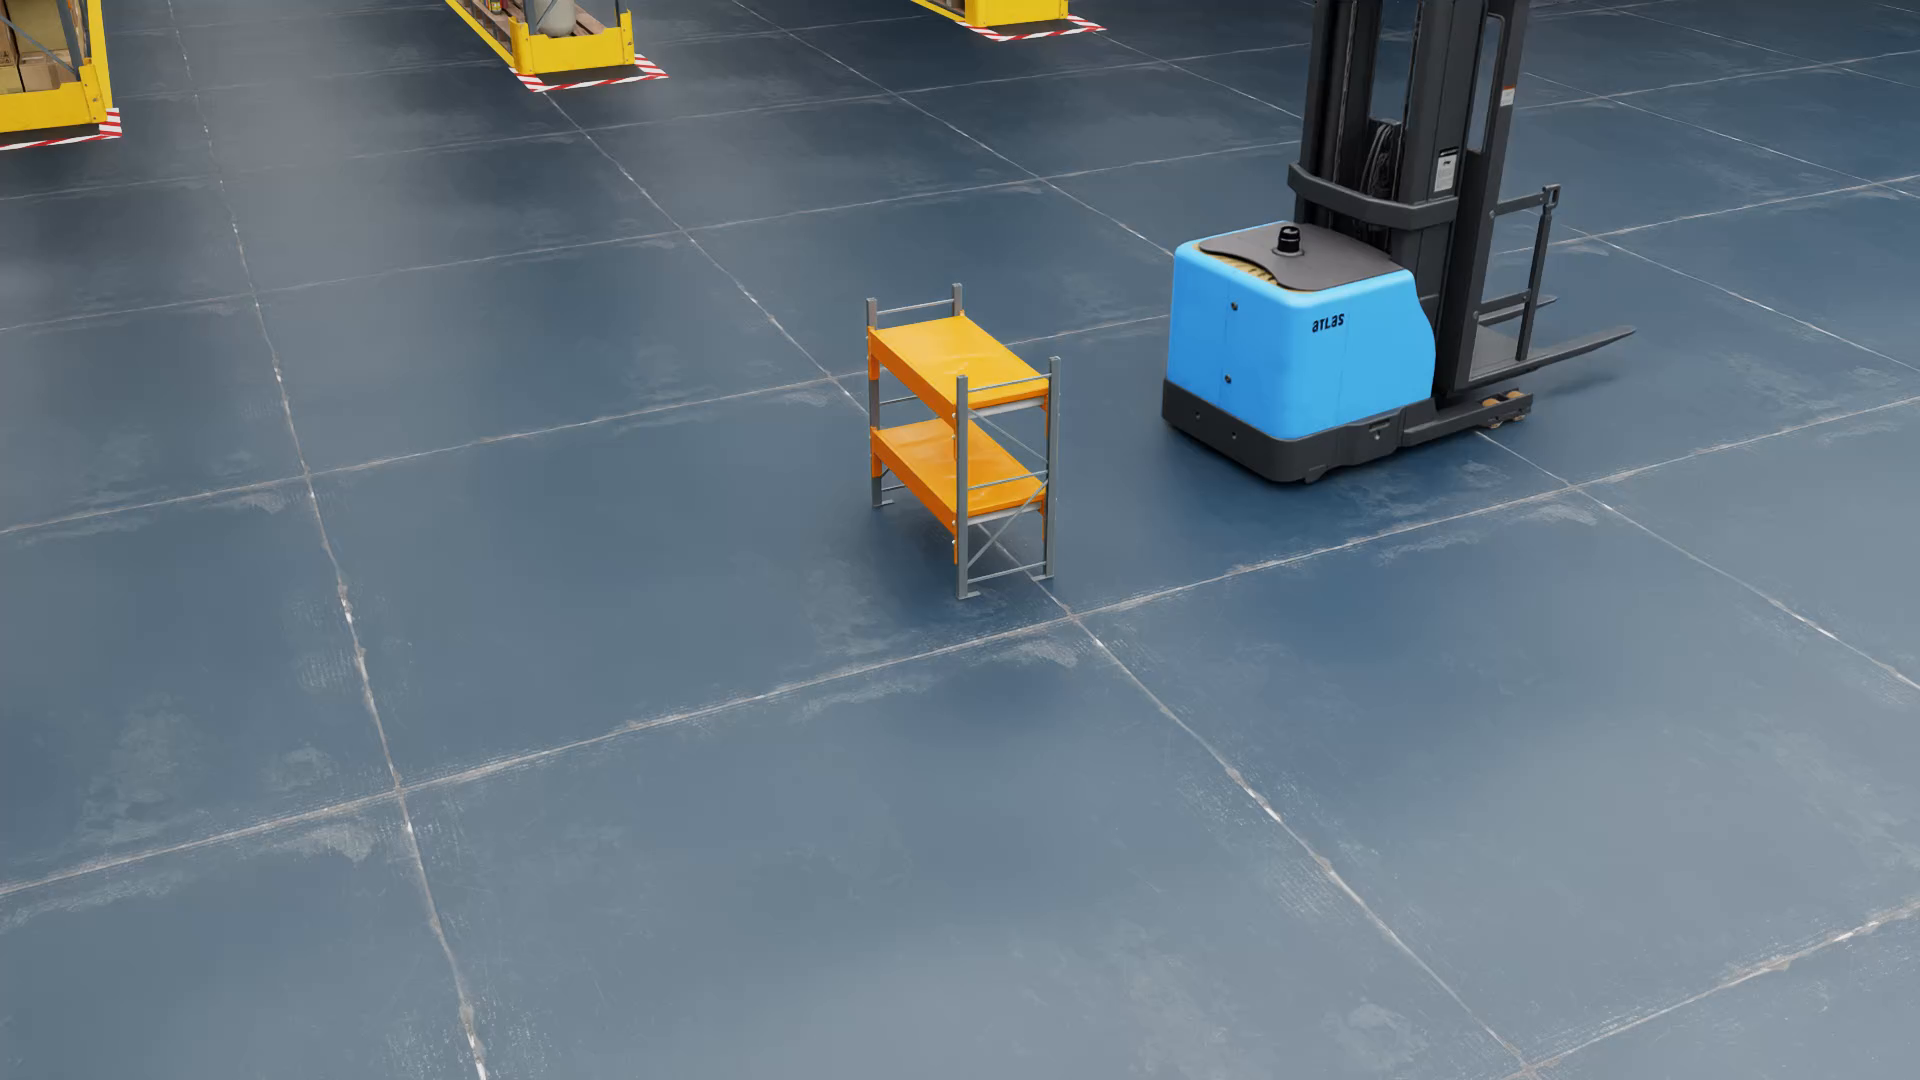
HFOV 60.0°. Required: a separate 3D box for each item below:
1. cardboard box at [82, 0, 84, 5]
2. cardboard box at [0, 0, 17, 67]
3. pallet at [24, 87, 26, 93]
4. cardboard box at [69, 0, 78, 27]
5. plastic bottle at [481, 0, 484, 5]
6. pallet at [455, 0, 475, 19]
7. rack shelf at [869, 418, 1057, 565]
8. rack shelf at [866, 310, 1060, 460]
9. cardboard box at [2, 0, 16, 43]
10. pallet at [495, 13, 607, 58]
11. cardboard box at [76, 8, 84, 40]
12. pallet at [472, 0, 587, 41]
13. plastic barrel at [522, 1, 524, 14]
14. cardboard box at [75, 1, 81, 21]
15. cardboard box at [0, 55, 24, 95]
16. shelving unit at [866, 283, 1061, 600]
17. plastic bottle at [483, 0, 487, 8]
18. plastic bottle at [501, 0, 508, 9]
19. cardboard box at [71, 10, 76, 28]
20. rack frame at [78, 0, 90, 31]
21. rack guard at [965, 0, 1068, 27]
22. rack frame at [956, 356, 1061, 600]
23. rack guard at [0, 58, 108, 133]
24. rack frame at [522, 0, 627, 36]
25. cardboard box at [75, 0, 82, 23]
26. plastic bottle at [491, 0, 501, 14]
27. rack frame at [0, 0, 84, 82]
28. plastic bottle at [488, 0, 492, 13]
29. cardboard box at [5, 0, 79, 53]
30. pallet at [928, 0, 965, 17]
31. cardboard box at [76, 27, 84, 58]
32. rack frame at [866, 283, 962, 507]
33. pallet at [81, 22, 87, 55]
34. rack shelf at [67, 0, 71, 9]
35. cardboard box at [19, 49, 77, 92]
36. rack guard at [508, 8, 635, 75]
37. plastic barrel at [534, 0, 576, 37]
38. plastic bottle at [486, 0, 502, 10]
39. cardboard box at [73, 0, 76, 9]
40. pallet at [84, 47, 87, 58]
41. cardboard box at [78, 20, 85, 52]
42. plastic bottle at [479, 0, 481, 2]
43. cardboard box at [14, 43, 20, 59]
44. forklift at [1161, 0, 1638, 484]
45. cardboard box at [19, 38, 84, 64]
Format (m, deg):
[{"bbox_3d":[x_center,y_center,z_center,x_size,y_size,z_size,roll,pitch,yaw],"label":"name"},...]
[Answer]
[{"bbox_3d":[-9.948,-6.016,18.294,0.500,0.250,0.500,-14,32,-23],"label":"cardboard box"},{"bbox_3d":[-8.781,-4.521,14.860,0.500,0.500,0.500,-13,32,-22],"label":"cardboard box"},{"bbox_3d":[-8.648,-4.148,15.432,1.003,0.211,1.213,-13,32,-22],"label":"pallet"},{"bbox_3d":[-8.952,-5.293,16.238,0.500,0.500,0.500,-13,32,-22],"label":"cardboard box"},{"bbox_3d":[-5.208,-6.080,18.285,0.144,0.351,0.185,-12,31,-20],"label":"plastic bottle"},{"bbox_3d":[-5.273,-6.319,19.303,1.003,0.211,1.213,-13,32,-22],"label":"pallet"},{"bbox_3d":[-0.003,-0.280,8.100,0.538,0.278,1.000,-13,32,-22],"label":"rack shelf"},{"bbox_3d":[-0.003,-0.749,7.837,0.538,0.278,1.000,-13,32,-22],"label":"rack shelf"},{"bbox_3d":[-9.223,-4.959,15.642,0.500,0.500,0.500,-13,32,-22],"label":"cardboard box"},{"bbox_3d":[-4.225,-5.241,17.381,1.003,0.211,1.213,-13,32,-22],"label":"pallet"},{"bbox_3d":[-9.169,-5.186,16.814,0.500,0.250,0.500,-13,32,-22],"label":"cardboard box"},{"bbox_3d":[-4.745,-5.779,18.341,1.003,0.211,1.213,-13,32,-22],"label":"pallet"},{"bbox_3d":[-4.373,-5.668,17.405,0.421,0.512,0.421,0,29,0],"label":"plastic barrel"},{"bbox_3d":[-9.397,-5.404,17.203,0.500,0.250,0.500,-13,32,-22],"label":"cardboard box"},{"bbox_3d":[-8.779,-4.194,15.044,0.500,0.250,0.500,-13,32,-22],"label":"cardboard box"},{"bbox_3d":[-0.003,-0.494,7.980,0.538,1.125,1.048,-13,32,-22],"label":"shelving unit"},{"bbox_3d":[-5.134,-5.975,18.174,0.152,0.276,0.135,-14,32,-23],"label":"plastic bottle"},{"bbox_3d":[-4.978,-5.940,18.103,0.061,0.283,0.133,-13,32,-22],"label":"plastic bottle"},{"bbox_3d":[-8.754,-5.068,15.837,0.500,0.500,0.500,-13,32,-22],"label":"cardboard box"},{"bbox_3d":[-9.999,-6.802,17.314,1.000,3.000,0.127,-13,32,-22],"label":"rack frame"},{"bbox_3d":[0.634,-6.057,18.540,1.175,0.500,0.348,-13,32,-22],"label":"rack guard"},{"bbox_3d":[0.215,-0.269,7.580,0.500,1.125,0.032,-13,32,-22],"label":"rack frame"},{"bbox_3d":[-8.271,-3.934,14.755,1.175,0.500,0.348,-13,32,-22],"label":"rack guard"},{"bbox_3d":[-3.806,-6.074,16.015,1.000,3.000,0.127,-13,32,-22],"label":"rack frame"},{"bbox_3d":[-9.602,-5.627,17.600,0.500,0.250,0.500,-13,32,-22],"label":"cardboard box"},{"bbox_3d":[-4.991,-5.764,17.874,0.097,0.201,0.097,0,29,0],"label":"plastic bottle"},{"bbox_3d":[-8.282,-5.035,14.163,1.000,3.000,0.127,-13,32,-22],"label":"rack frame"},{"bbox_3d":[-5.057,-5.848,17.939,0.061,0.283,0.133,-12,32,-21],"label":"plastic bottle"},{"bbox_3d":[-8.527,-4.850,15.448,0.500,0.500,0.500,-13,32,-22],"label":"cardboard box"},{"bbox_3d":[0.318,-6.297,19.264,1.003,0.211,1.213,-13,32,-22],"label":"pallet"},{"bbox_3d":[-8.743,-4.744,16.025,0.500,0.250,0.500,-13,32,-22],"label":"cardboard box"},{"bbox_3d":[-0.221,-0.718,8.381,0.500,1.125,0.032,-13,32,-22],"label":"rack frame"},{"bbox_3d":[-9.695,-5.226,17.354,1.003,0.211,1.213,-13,32,-22],"label":"pallet"},{"bbox_3d":[-9.140,-5.605,15.914,1.077,0.370,4.000,-13,32,-22],"label":"rack shelf"},{"bbox_3d":[-8.311,-4.303,15.238,0.500,0.250,0.500,-13,32,-22],"label":"cardboard box"},{"bbox_3d":[-3.881,-5.007,16.668,1.175,0.500,0.348,-13,32,-22],"label":"rack guard"},{"bbox_3d":[-4.158,-5.446,17.010,0.421,0.512,0.421,0,29,0],"label":"plastic barrel"},{"bbox_3d":[-5.074,-5.914,18.065,0.152,0.276,0.135,-13,32,-22],"label":"plastic bottle"},{"bbox_3d":[-9.180,-5.511,16.626,0.500,0.500,0.500,-13,32,-22],"label":"cardboard box"},{"bbox_3d":[-9.168,-4.686,16.391,1.003,0.211,1.213,-13,32,-22],"label":"pallet"},{"bbox_3d":[-8.953,-4.966,16.421,0.500,0.250,0.500,-13,32,-22],"label":"cardboard box"},{"bbox_3d":[-5.288,-6.162,18.431,0.144,0.351,0.185,-13,32,-22],"label":"plastic bottle"},{"bbox_3d":[-9.004,-4.412,15.434,0.500,0.250,0.500,-13,32,-22],"label":"cardboard box"},{"bbox_3d":[2.652,-2.107,9.011,3.031,2.935,1.130,-17,34,-28],"label":"forklift"},{"bbox_3d":[-8.529,-4.523,15.631,0.500,0.250,0.500,-13,32,-22],"label":"cardboard box"}]
